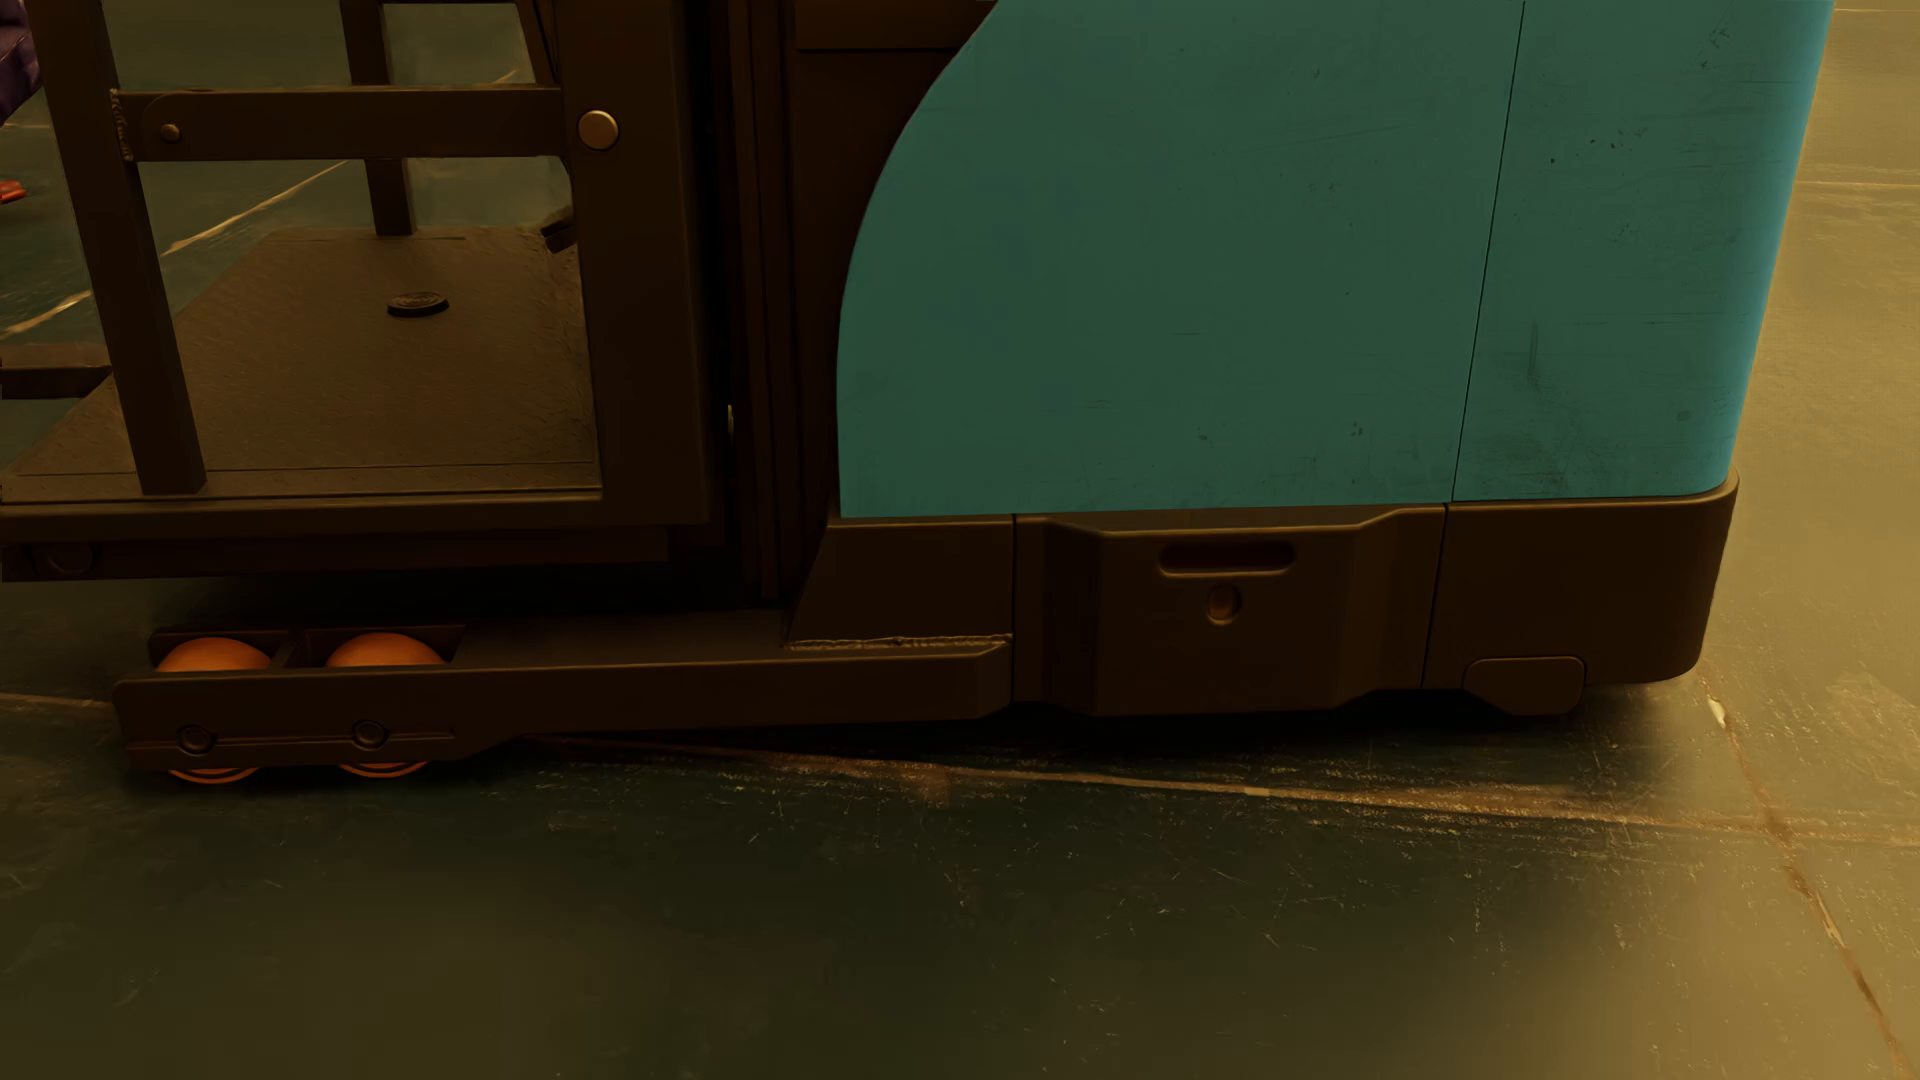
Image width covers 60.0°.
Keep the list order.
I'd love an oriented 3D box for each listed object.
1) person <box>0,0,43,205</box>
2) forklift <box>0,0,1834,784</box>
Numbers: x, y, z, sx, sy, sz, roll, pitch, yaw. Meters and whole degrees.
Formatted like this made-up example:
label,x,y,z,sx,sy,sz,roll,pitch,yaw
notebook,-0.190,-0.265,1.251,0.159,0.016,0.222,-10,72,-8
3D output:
label,x,y,z,sx,sy,sz,roll,pitch,yaw
person,-2.485,-1.539,3.850,0.830,1.571,0.484,22,34,37
forklift,-0.616,-1.272,1.766,3.031,2.935,1.130,-2,27,-3
